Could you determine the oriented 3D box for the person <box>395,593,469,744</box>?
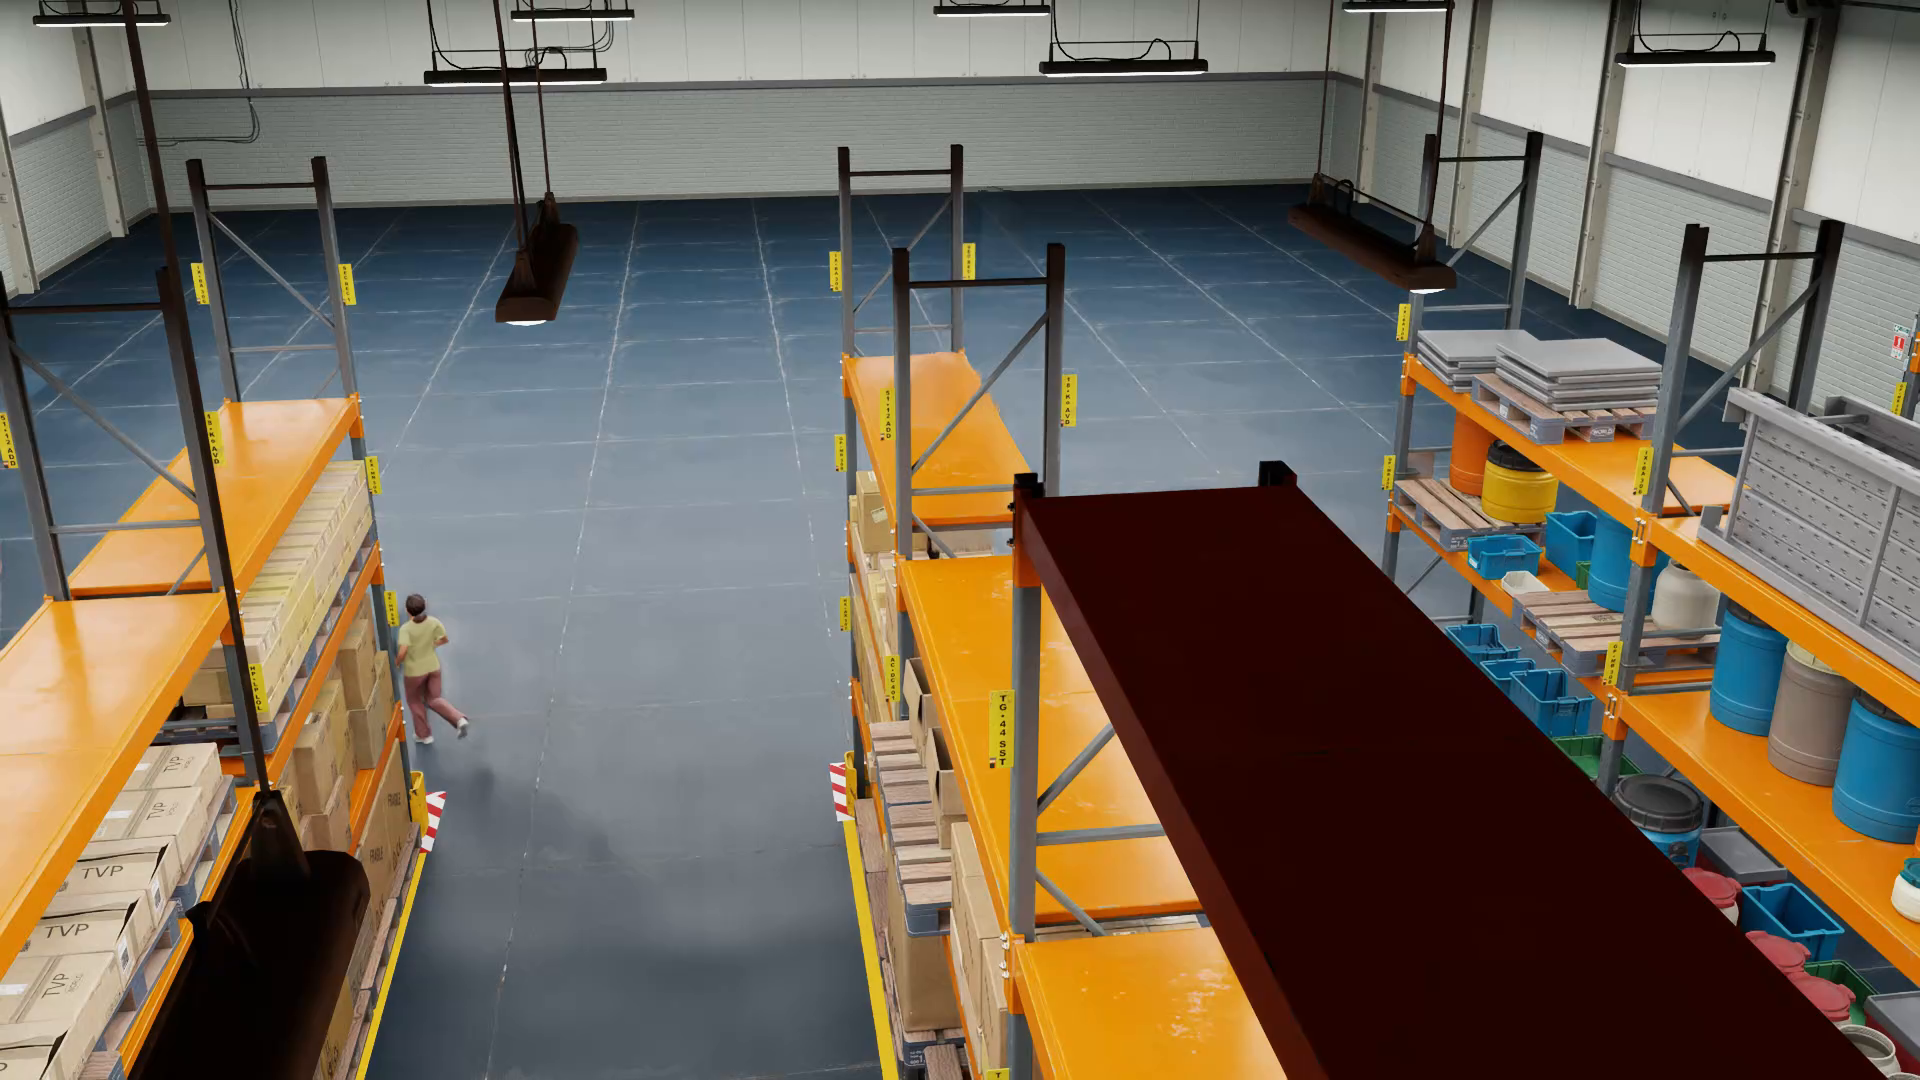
[{"bbox_3d":[-5.182,1.310,16.130,0.839,1.665,0.587,18,28,38],"label":"person"}]
